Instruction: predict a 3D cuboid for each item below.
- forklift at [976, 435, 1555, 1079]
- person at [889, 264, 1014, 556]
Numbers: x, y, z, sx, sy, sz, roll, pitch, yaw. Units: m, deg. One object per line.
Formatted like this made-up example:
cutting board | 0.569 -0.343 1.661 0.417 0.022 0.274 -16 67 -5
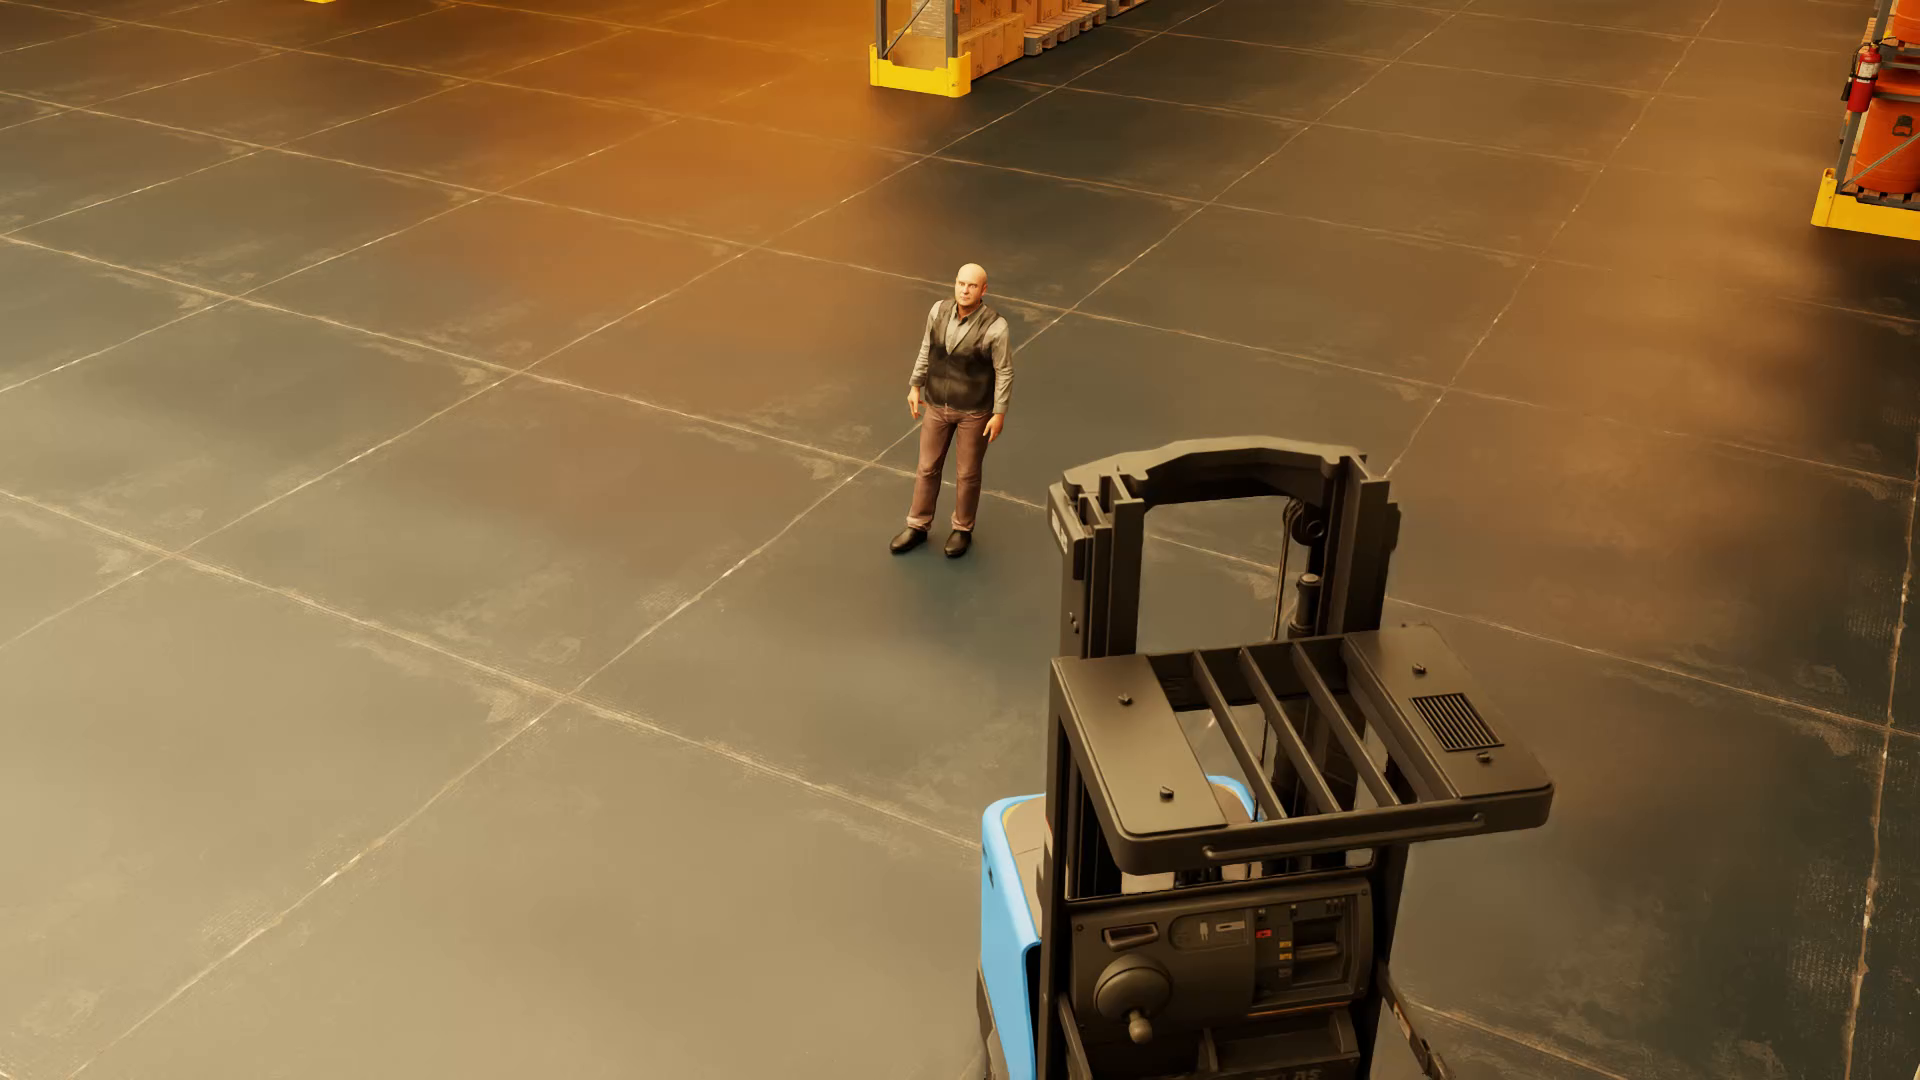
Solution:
forklift | 0.829 1.309 4.803 1.130 2.935 3.031 -5 30 -9
person | -0.037 -0.726 9.524 0.633 1.722 0.566 15 33 25
